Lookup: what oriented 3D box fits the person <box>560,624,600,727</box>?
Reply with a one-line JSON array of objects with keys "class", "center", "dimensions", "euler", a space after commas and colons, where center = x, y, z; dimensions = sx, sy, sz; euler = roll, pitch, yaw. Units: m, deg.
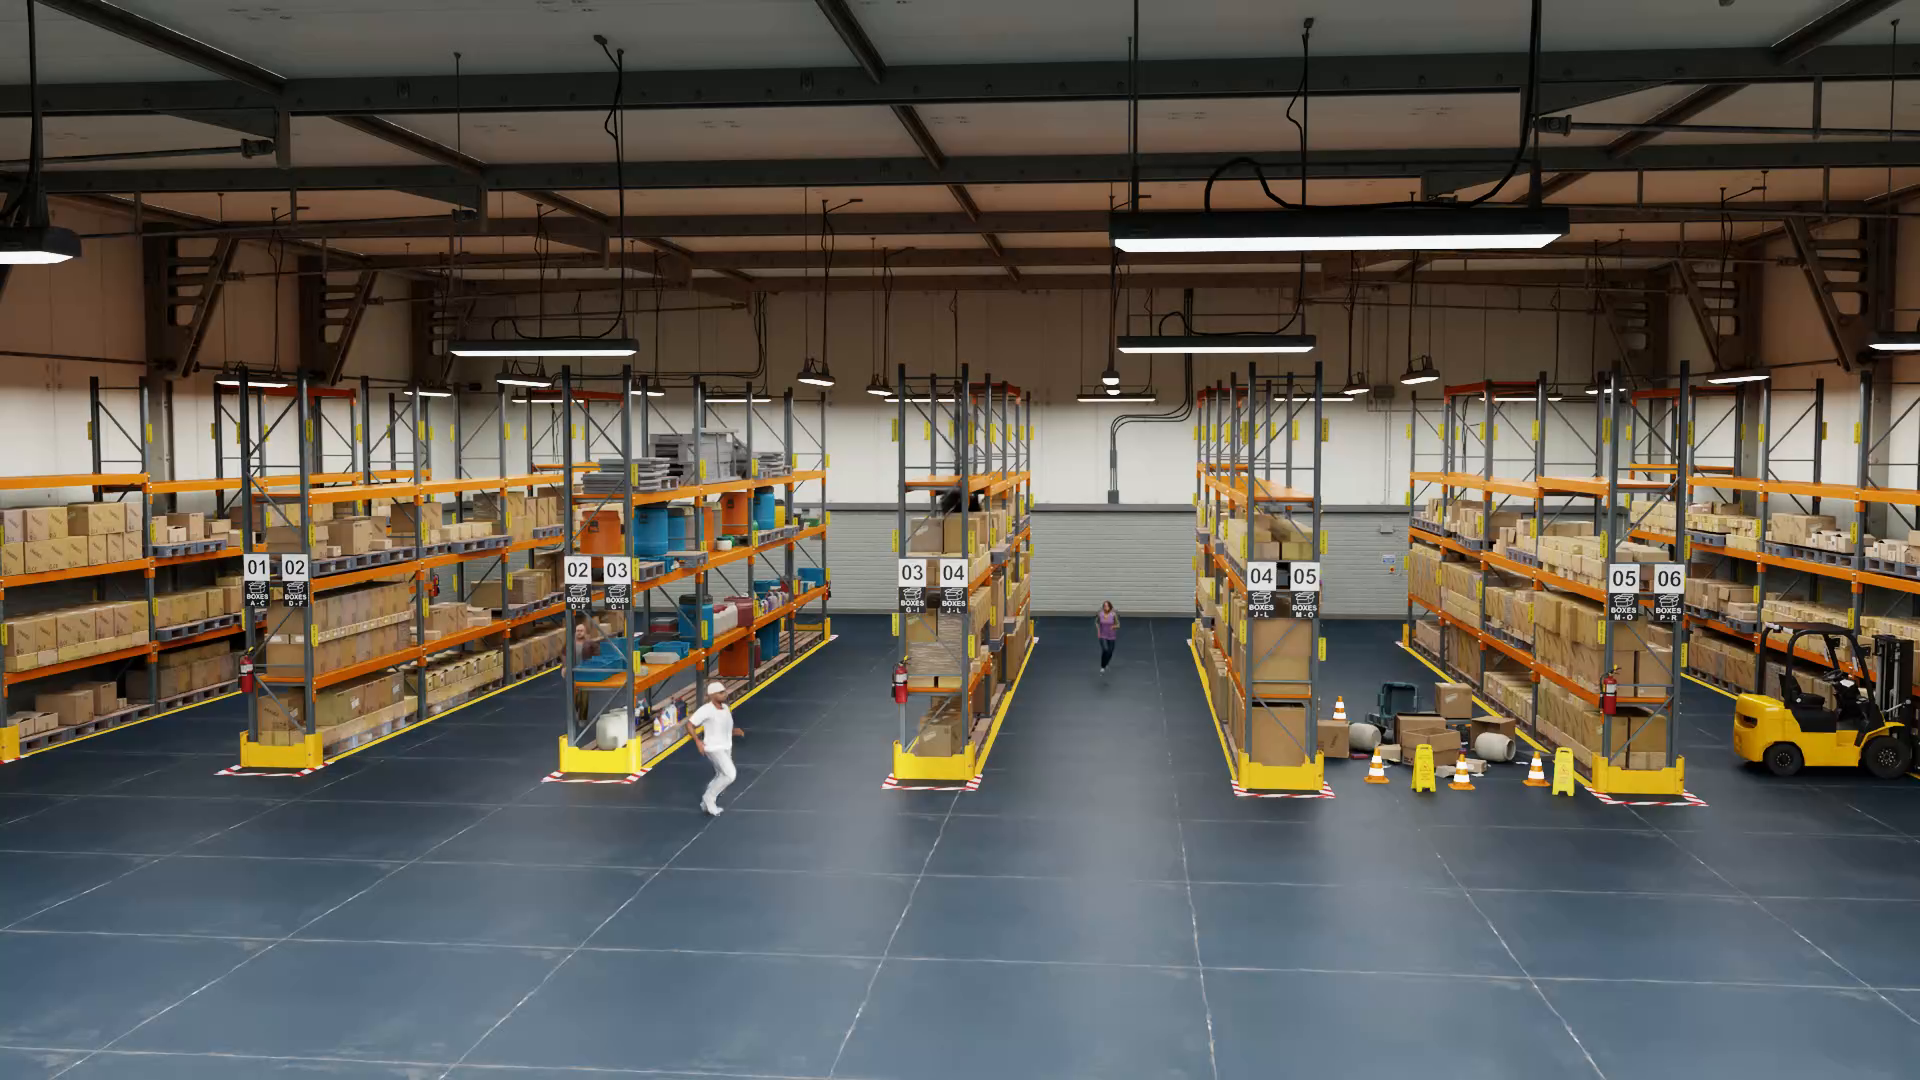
[{"class": "person", "center": [-6.488, 2.317, 28.341], "dimensions": [0.698, 1.746, 0.620], "euler": [0, 4, -6]}]

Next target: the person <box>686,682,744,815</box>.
[{"class": "person", "center": [-3.132, 2.724, 21.721], "dimensions": [0.650, 1.728, 0.684], "euler": [2, 4, 24]}]

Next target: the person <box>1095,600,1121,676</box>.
[{"class": "person", "center": [2.943, 1.947, 33.133], "dimensions": [0.506, 1.499, 0.719], "euler": [0, 4, 2]}]
